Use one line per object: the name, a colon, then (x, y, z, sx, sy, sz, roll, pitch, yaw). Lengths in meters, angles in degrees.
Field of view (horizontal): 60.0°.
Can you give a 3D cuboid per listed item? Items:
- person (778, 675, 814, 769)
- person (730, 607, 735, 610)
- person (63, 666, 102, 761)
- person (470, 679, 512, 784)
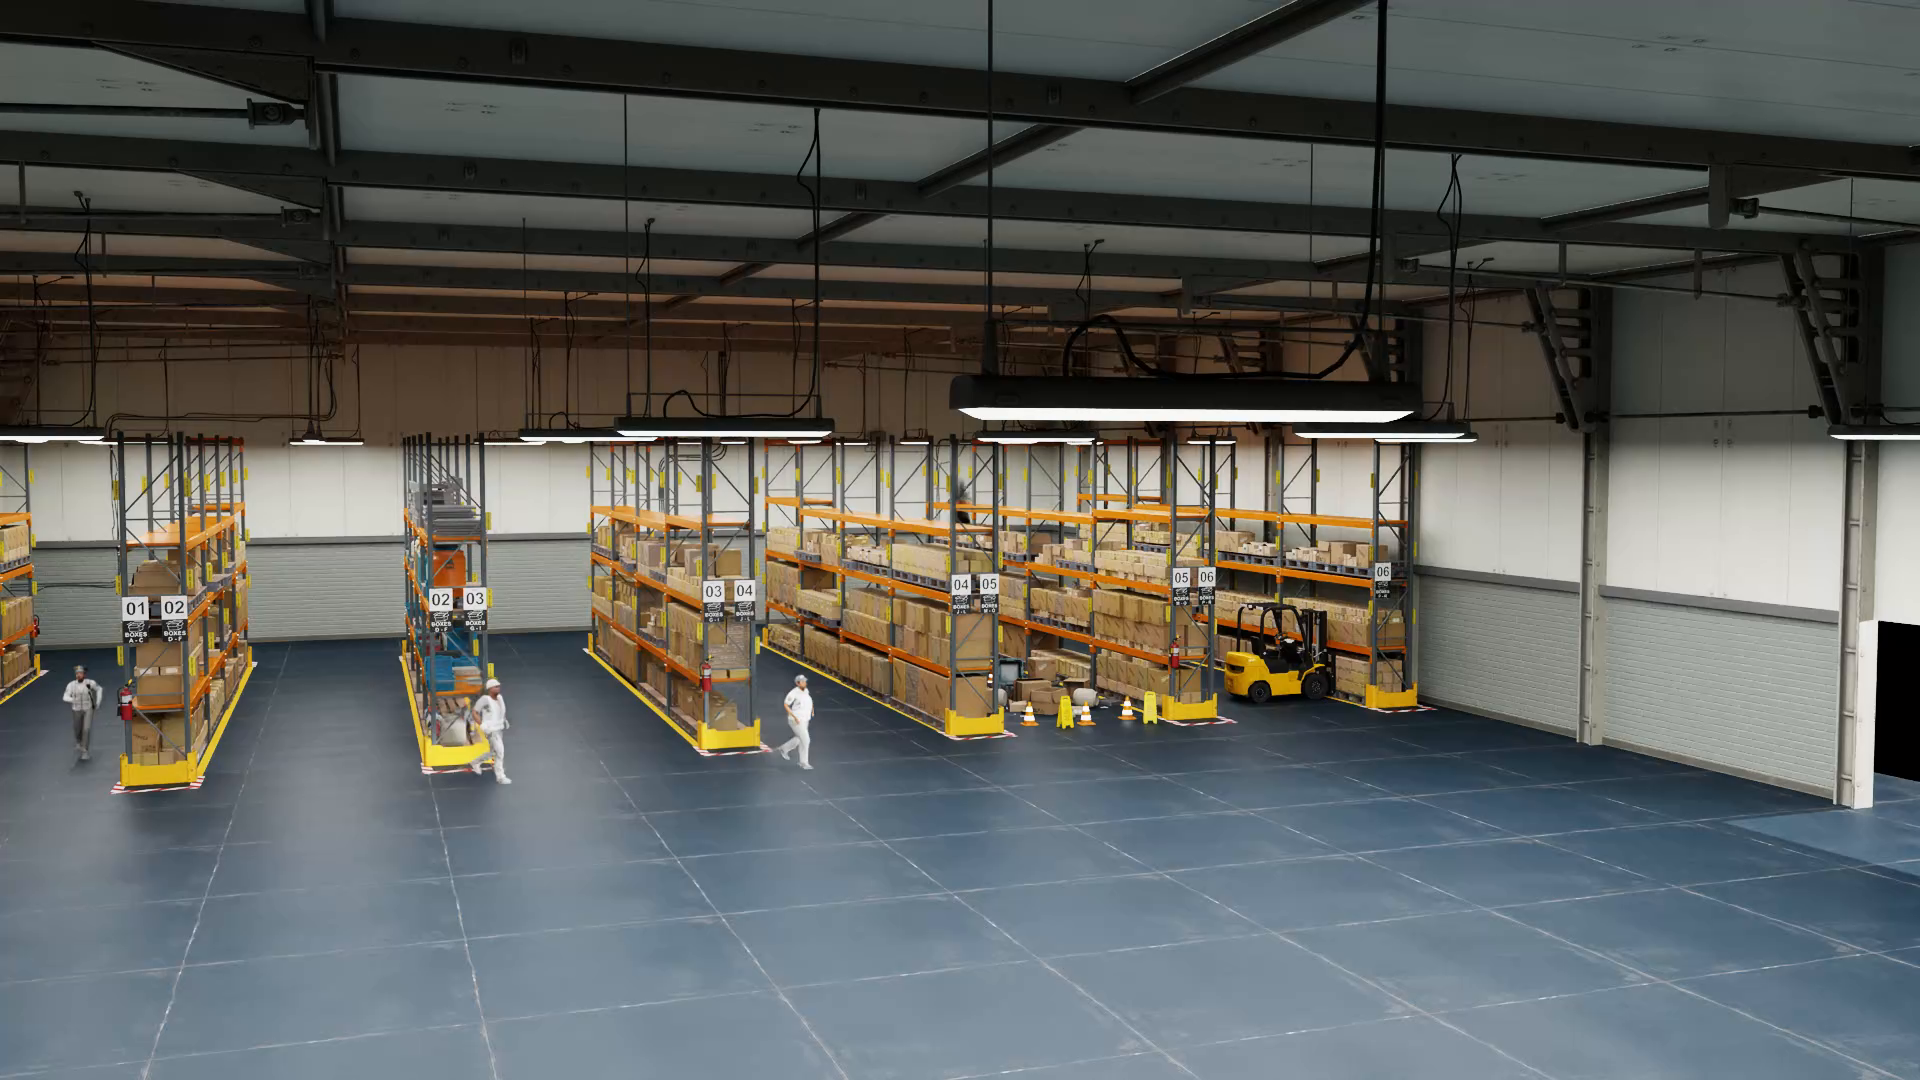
person: (-2.946, 3.253, 29.845, 0.776, 1.694, 0.602, 2, 4, 27)
person: (-6.358, 2.397, 46.505, 0.572, 1.555, 0.773, 0, 3, -9)
person: (-16.234, 3.168, 30.789, 0.620, 1.727, 0.927, -1, 3, -21)
person: (-8.060, 3.271, 28.531, 0.872, 1.783, 0.706, 1, 3, 16)
